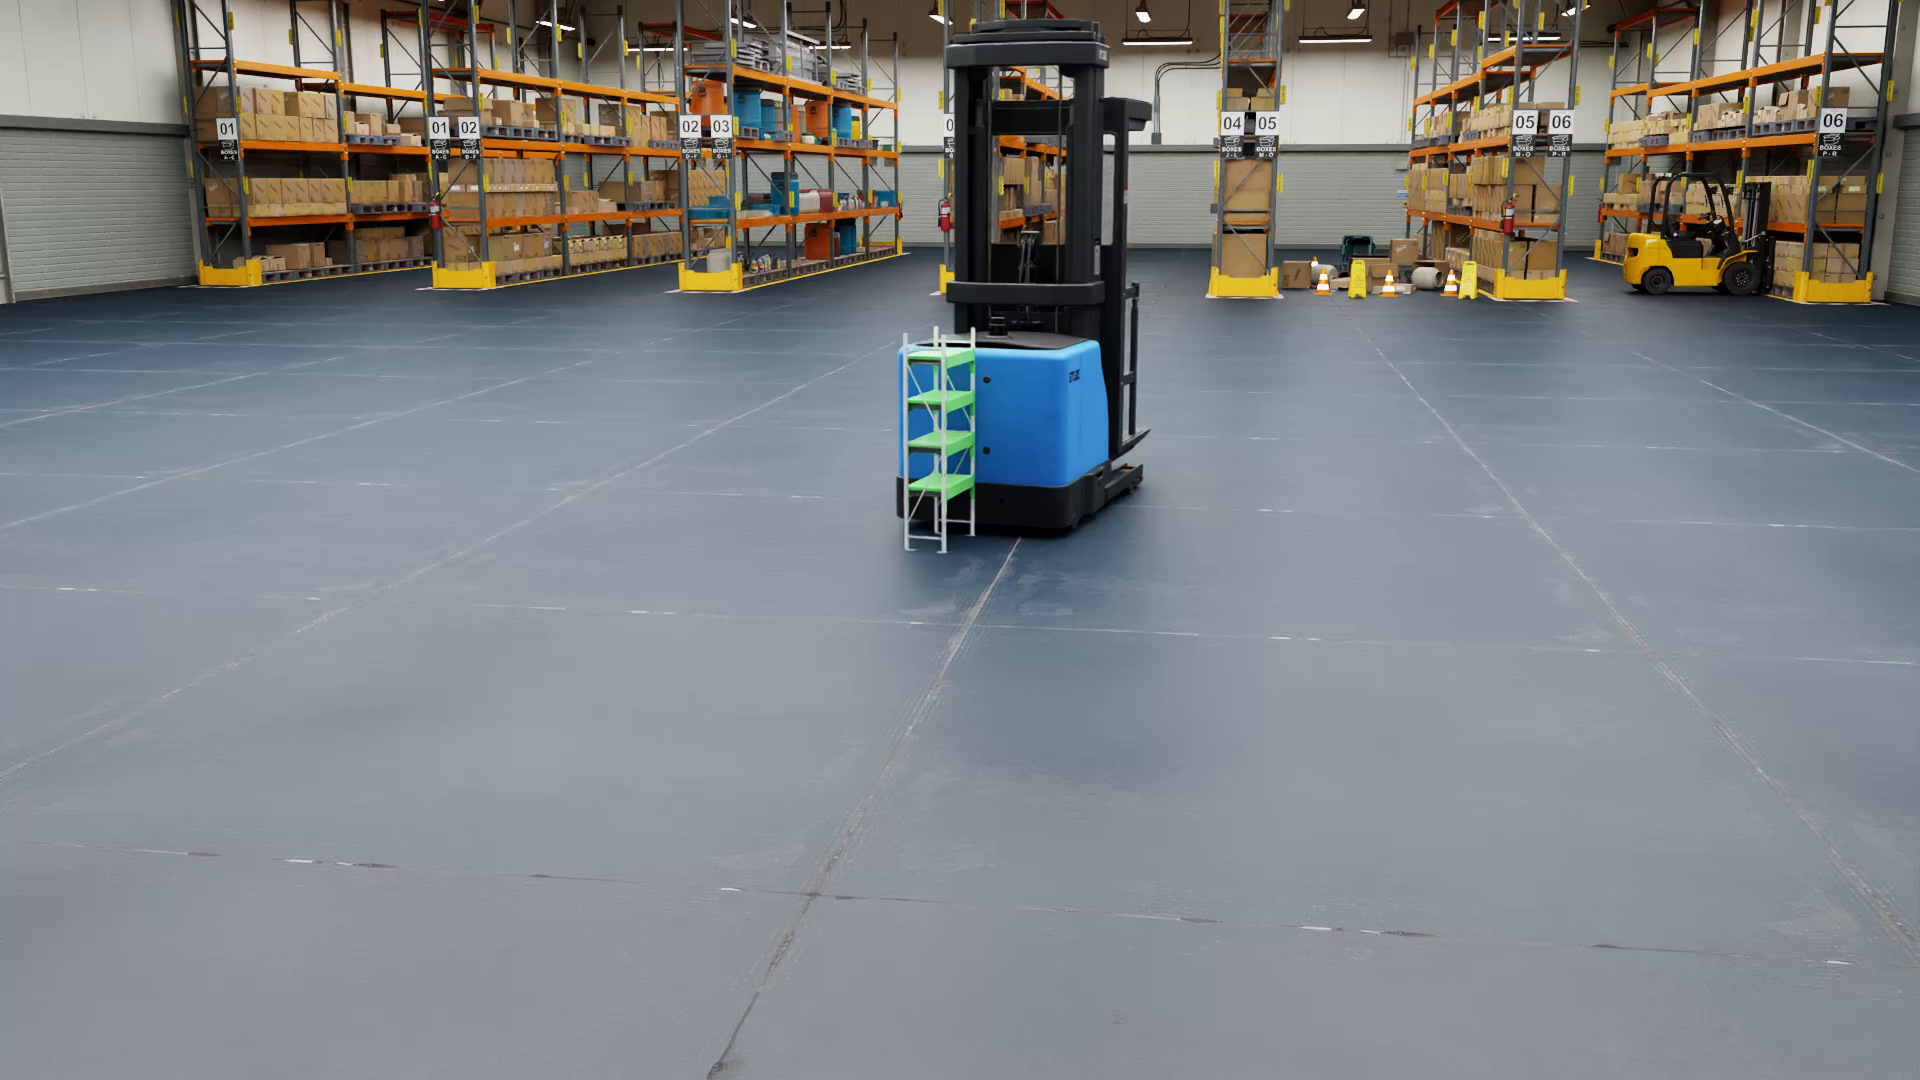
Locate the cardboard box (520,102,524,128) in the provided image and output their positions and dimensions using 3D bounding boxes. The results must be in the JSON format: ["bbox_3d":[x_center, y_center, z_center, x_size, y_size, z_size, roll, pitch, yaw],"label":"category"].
[{"bbox_3d":[-9.341,-8.642,33.778,0.797,0.503,0.637,3,13,15],"label":"cardboard box"}]

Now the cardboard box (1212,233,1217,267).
[{"bbox_3d":[5.717,-5.924,34.205,1.050,0.750,0.750,2,12,8],"label":"cardboard box"}]

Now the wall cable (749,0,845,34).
[{"bbox_3d":[-5.059,-16.933,51.289,3.097,2.526,0.112,2,12,9],"label":"wall cable"}]

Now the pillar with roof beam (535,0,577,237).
[{"bbox_3d":[-8.199,-13.231,49.527,9.100,9.000,0.548,2,12,9],"label":"pillar with roof beam"}]

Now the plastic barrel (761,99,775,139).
[{"bbox_3d":[-4.206,-8.853,35.142,0.600,0.901,0.708,2,12,9],"label":"plastic barrel"}]

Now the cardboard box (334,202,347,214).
[{"bbox_3d":[-13.632,-7.178,35.987,0.500,0.250,0.500,2,12,9],"label":"cardboard box"}]

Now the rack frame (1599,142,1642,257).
[{"bbox_3d":[17.367,-8.885,43.601,1.000,3.000,0.127,2,12,9],"label":"rack frame"}]

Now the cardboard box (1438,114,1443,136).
[{"bbox_3d":[11.216,-9.476,37.992,0.500,0.500,0.500,2,12,9],"label":"cardboard box"}]

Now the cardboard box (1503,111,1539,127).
[{"bbox_3d":[9.814,-7.368,29.092,0.500,0.250,0.500,2,12,8],"label":"cardboard box"}]

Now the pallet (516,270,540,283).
[{"bbox_3d":[-9.312,-5.408,34.086,1.003,0.211,1.213,2,12,9],"label":"pallet"}]

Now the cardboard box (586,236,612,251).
[{"bbox_3d":[-8.339,-6.827,38.253,0.500,0.311,0.500,2,12,8],"label":"cardboard box"}]

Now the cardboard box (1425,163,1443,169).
[{"bbox_3d":[11.580,-9.142,40.641,0.380,0.149,0.250,2,12,7],"label":"cardboard box"}]

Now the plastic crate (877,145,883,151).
[{"bbox_3d":[-2.297,-10.426,44.257,0.437,0.136,0.530,2,12,9],"label":"plastic crate"}]

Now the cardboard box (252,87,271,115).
[{"bbox_3d":[-14.048,-8.706,32.992,0.500,0.500,0.500,2,12,8],"label":"cardboard box"}]

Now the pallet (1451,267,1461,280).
[{"bbox_3d":[10.920,-5.601,34.981,1.003,0.211,1.213,2,12,9],"label":"pallet"}]

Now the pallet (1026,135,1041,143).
[{"bbox_3d":[1.025,-8.368,34.527,1.213,0.211,1.003,2,12,9],"label":"pallet"}]

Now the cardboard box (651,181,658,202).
[{"bbox_3d":[-7.944,-8.740,41.692,0.700,0.500,0.500,-1,12,-6],"label":"cardboard box"}]

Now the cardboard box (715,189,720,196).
[{"bbox_3d":[-6.994,-9.527,46.341,0.500,0.500,0.500,2,12,9],"label":"cardboard box"}]

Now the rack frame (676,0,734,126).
[{"bbox_3d":[-4.685,-9.129,30.492,1.000,3.000,0.127,2,12,9],"label":"rack frame"}]

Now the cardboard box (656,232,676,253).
[{"bbox_3d":[-7.610,-7.634,42.684,0.500,0.500,0.500,2,12,9],"label":"cardboard box"}]

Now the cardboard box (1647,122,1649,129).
[{"bbox_3d":[16.302,-9.690,38.871,0.380,0.149,0.250,2,12,10],"label":"cardboard box"}]

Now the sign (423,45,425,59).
[{"bbox_3d":[-12.706,-11.595,39.530,0.100,0.325,0.005,2,12,9],"label":"sign"}]

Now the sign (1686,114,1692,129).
[{"bbox_3d":[15.601,-8.957,35.587,0.100,0.325,0.005,2,12,9],"label":"sign"}]

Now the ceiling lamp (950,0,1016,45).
[{"bbox_3d":[0.677,-15.790,47.545,2.000,3.185,0.800,2,12,9],"label":"ceiling lamp"}]

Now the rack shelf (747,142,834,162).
[{"bbox_3d":[-3.762,-8.560,36.679,1.077,0.370,4.000,2,12,9],"label":"rack shelf"}]

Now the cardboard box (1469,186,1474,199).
[{"bbox_3d":[10.461,-7.050,33.147,0.500,0.500,0.500,2,12,8],"label":"cardboard box"}]

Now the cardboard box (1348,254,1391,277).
[{"bbox_3d":[7.906,-5.203,32.120,0.797,0.637,0.503,2,12,9],"label":"cardboard box"}]

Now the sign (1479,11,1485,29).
[{"bbox_3d":[10.067,-10.031,32.083,0.100,0.325,0.005,2,12,9],"label":"sign"}]

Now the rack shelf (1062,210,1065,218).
[{"bbox_3d":[2.363,-8.598,43.978,1.077,0.370,4.000,2,12,9],"label":"rack shelf"}]

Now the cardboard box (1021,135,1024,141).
[{"bbox_3d":[1.012,-8.158,33.463,0.500,0.250,0.500,2,12,11],"label":"cardboard box"}]

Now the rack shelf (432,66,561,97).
[{"bbox_3d":[-9.271,-9.159,33.290,1.077,0.370,4.000,2,12,9],"label":"rack shelf"}]

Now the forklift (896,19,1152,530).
[{"bbox_3d":[0.587,-1.759,10.698,1.130,2.935,3.031,4,13,19],"label":"forklift"}]

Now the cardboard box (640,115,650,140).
[{"bbox_3d":[-8.086,-10.244,41.317,0.600,0.600,0.600,1,12,6],"label":"cardboard box"}]

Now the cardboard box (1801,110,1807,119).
[{"bbox_3d":[14.734,-7.334,28.648,0.380,0.149,0.250,2,12,7],"label":"cardboard box"}]

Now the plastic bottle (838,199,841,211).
[{"bbox_3d":[-2.896,-8.055,40.025,0.061,0.283,0.133,2,12,9],"label":"plastic bottle"}]

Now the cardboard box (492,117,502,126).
[{"bbox_3d":[-9.223,-8.214,32.633,0.380,0.149,0.250,2,12,9],"label":"cardboard box"}]

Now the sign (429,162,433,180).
[{"bbox_3d":[-10.113,-7.060,31.820,0.100,0.325,0.005,2,12,9],"label":"sign"}]

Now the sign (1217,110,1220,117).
[{"bbox_3d":[5.172,-8.575,33.068,0.100,0.325,0.005,2,12,9],"label":"sign"}]

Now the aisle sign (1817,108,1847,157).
[{"bbox_3d":[14.606,-6.821,27.853,0.394,0.787,0.004,2,12,9],"label":"aisle sign"}]

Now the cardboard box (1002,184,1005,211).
[{"bbox_3d":[0.399,-6.554,31.842,0.875,0.500,0.500,2,12,9],"label":"cardboard box"}]

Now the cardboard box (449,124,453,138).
[{"bbox_3d":[-13.098,-10.242,41.497,0.700,0.500,0.500,3,12,12],"label":"cardboard box"}]

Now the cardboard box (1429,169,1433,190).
[{"bbox_3d":[11.444,-8.561,39.487,0.500,0.500,0.500,2,12,8],"label":"cardboard box"}]

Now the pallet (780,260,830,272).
[{"bbox_3d":[-3.612,-6.338,38.402,1.003,0.211,1.213,2,12,9],"label":"pallet"}]

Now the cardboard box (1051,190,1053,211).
[{"bbox_3d":[1.936,-8.056,39.518,0.500,0.500,0.500,2,12,8],"label":"cardboard box"}]

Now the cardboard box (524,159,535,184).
[{"bbox_3d":[-9.179,-7.571,34.187,0.700,0.500,0.500,2,12,9],"label":"cardboard box"}]

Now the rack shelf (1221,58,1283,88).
[{"bbox_3d":[5.402,-8.656,30.953,1.077,0.370,4.000,2,12,9],"label":"rack shelf"}]

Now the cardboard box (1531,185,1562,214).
[{"bbox_3d":[10.348,-5.998,29.263,0.500,0.500,0.500,2,12,8],"label":"cardboard box"}]

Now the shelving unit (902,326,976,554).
[{"bbox_3d":[-0.112,-0.567,9.275,0.258,1.200,0.503,4,13,19],"label":"shelving unit"}]

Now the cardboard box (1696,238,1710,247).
[{"bbox_3d":[15.935,-5.998,34.847,0.875,0.625,0.625,2,12,11],"label":"cardboard box"}]

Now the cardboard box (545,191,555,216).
[{"bbox_3d":[-9.025,-7.146,35.296,0.700,0.500,0.500,2,12,7],"label":"cardboard box"}]

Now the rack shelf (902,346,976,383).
[{"bbox_3d":[-0.112,-0.974,9.188,0.258,0.148,0.480,4,13,19],"label":"rack shelf"}]

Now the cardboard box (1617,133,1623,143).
[{"bbox_3d":[16.880,-10.127,41.896,0.500,0.250,0.500,2,12,7],"label":"cardboard box"}]

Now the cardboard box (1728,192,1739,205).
[{"bbox_3d":[15.345,-6.669,32.486,0.500,0.250,0.500,2,12,7],"label":"cardboard box"}]

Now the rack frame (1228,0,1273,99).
[{"bbox_3d":[6.325,-10.452,36.631,1.000,3.000,0.127,2,12,9],"label":"rack frame"}]

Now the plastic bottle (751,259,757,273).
[{"bbox_3d":[-4.098,-5.445,33.069,0.097,0.271,0.097,0,12,0],"label":"plastic bottle"}]
